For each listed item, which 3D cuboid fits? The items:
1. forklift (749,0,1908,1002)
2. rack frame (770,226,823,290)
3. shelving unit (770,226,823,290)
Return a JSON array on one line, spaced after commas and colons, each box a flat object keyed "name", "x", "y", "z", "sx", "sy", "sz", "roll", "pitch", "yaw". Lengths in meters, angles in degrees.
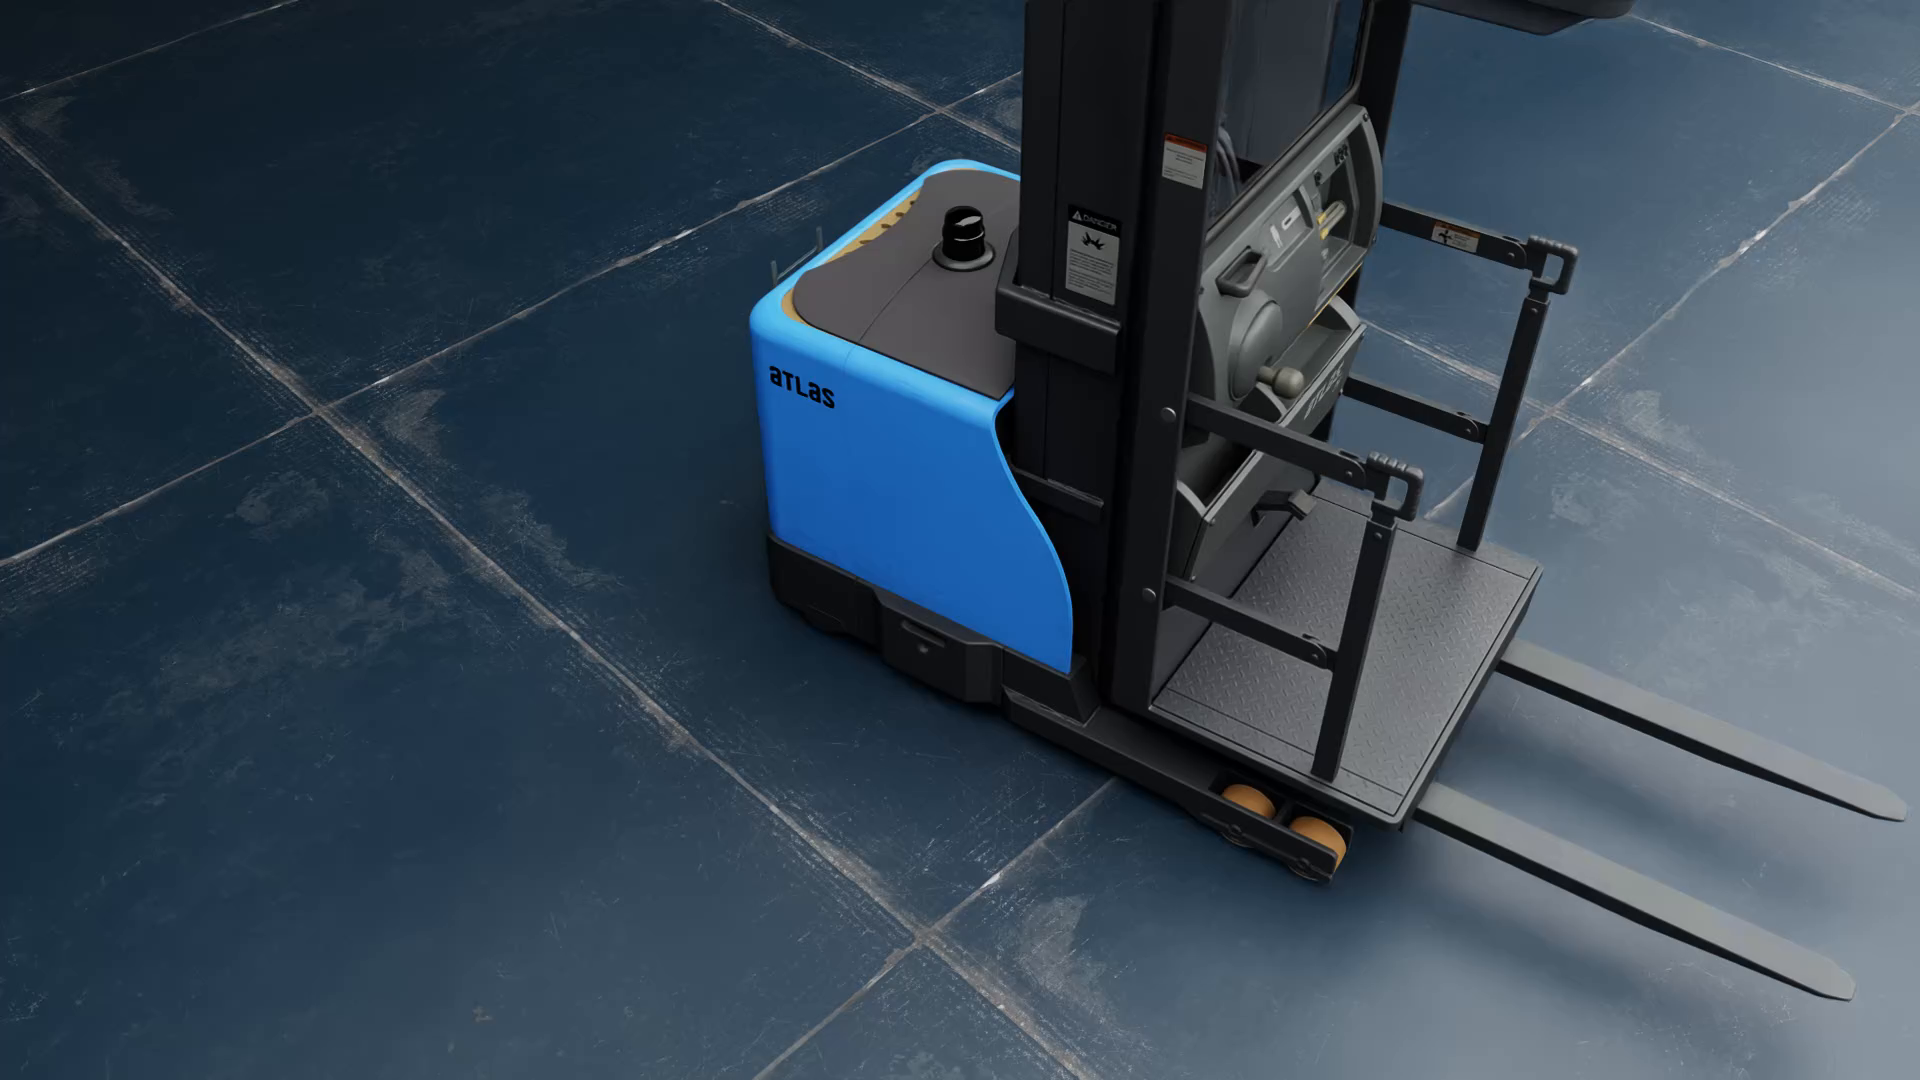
[{"name": "forklift", "x": 0.944, "y": -0.614, "z": 3.755, "sx": 3.031, "sy": 2.935, "sz": 1.130, "roll": 24, "pitch": 48, "yaw": 24}, {"name": "rack frame", "x": -0.479, "y": -0.533, "z": 5.164, "sx": 0.006, "sy": 0.900, "sz": 0.240, "roll": 24, "pitch": 48, "yaw": 24}, {"name": "shelving unit", "x": -0.394, "y": -0.495, "z": 5.123, "sx": 0.210, "sy": 0.900, "sz": 0.258, "roll": 24, "pitch": 48, "yaw": 24}]
